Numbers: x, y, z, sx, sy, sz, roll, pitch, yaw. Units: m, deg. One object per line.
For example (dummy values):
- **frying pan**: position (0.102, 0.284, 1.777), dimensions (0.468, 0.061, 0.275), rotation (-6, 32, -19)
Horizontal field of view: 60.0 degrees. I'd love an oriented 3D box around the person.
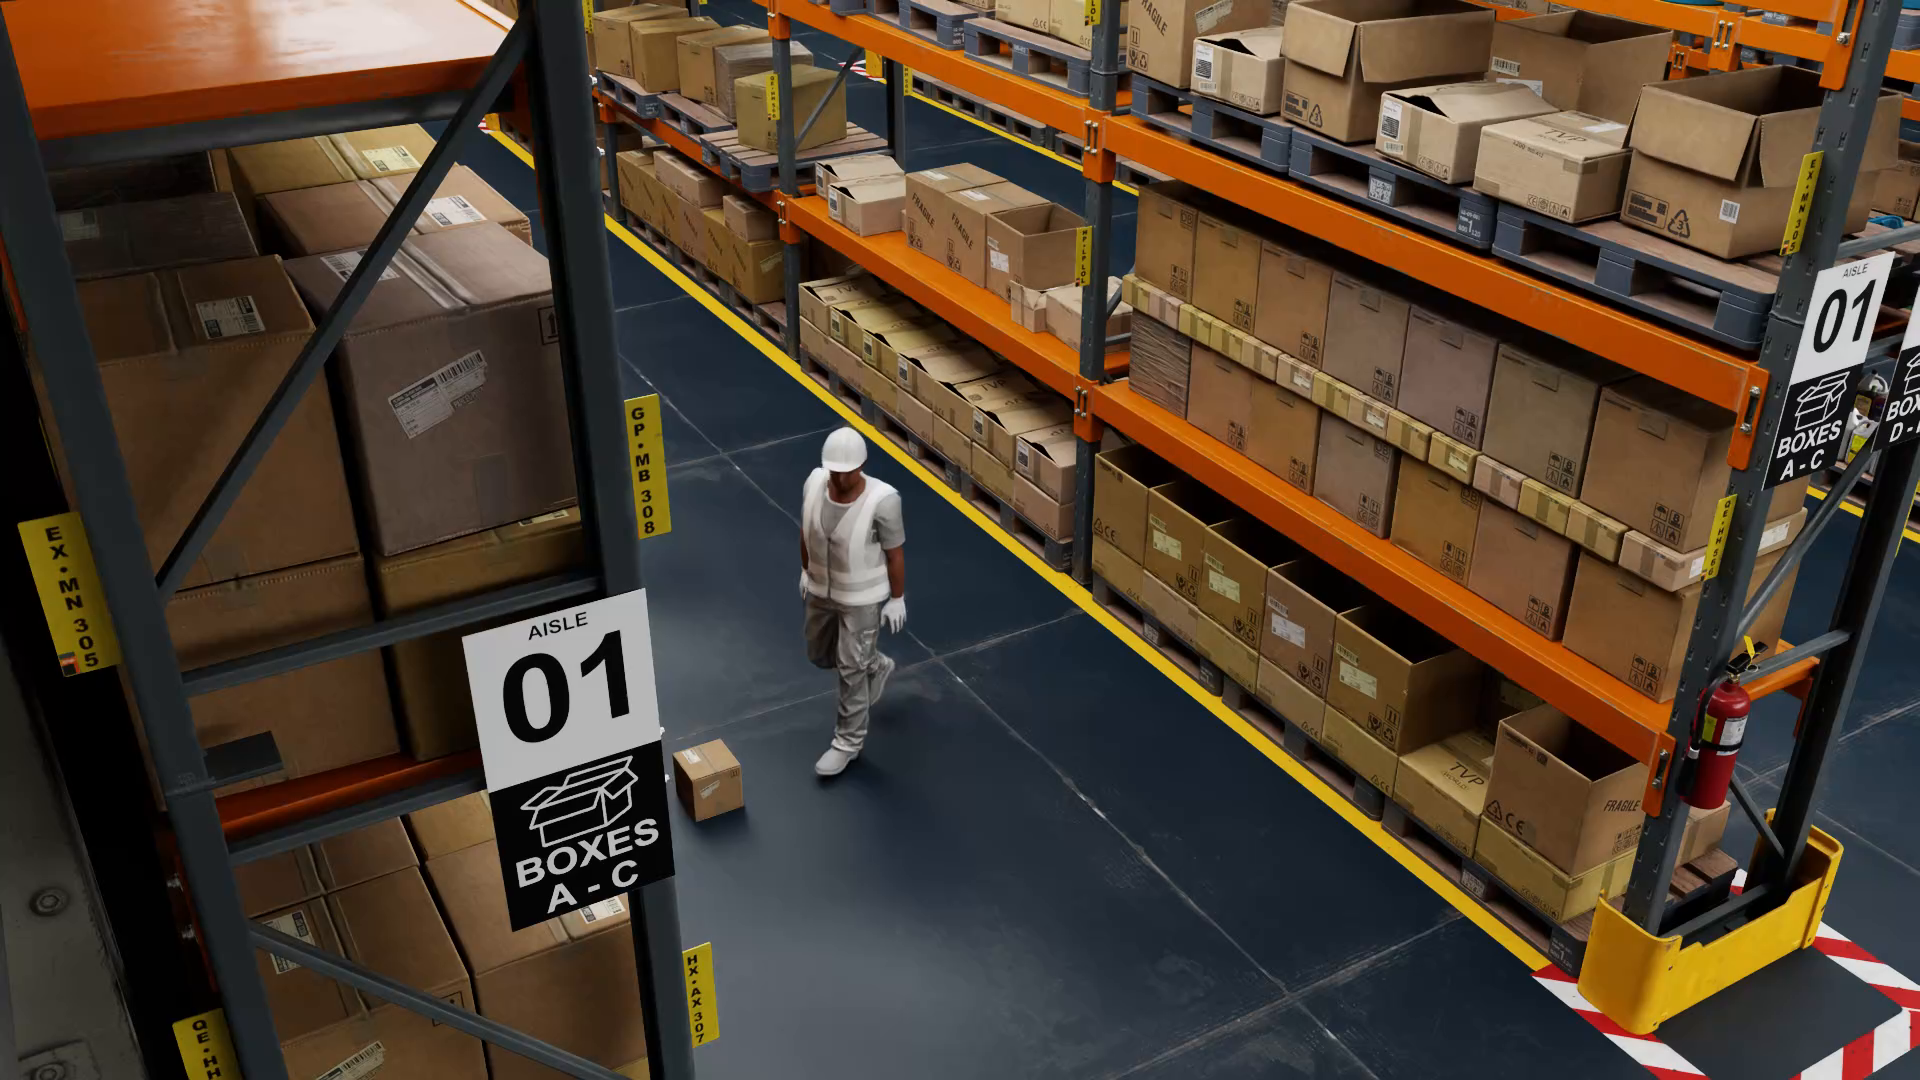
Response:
- **person**: position (-0.539, 0.239, 8.093), dimensions (0.592, 1.775, 0.779), rotation (17, 33, 29)
